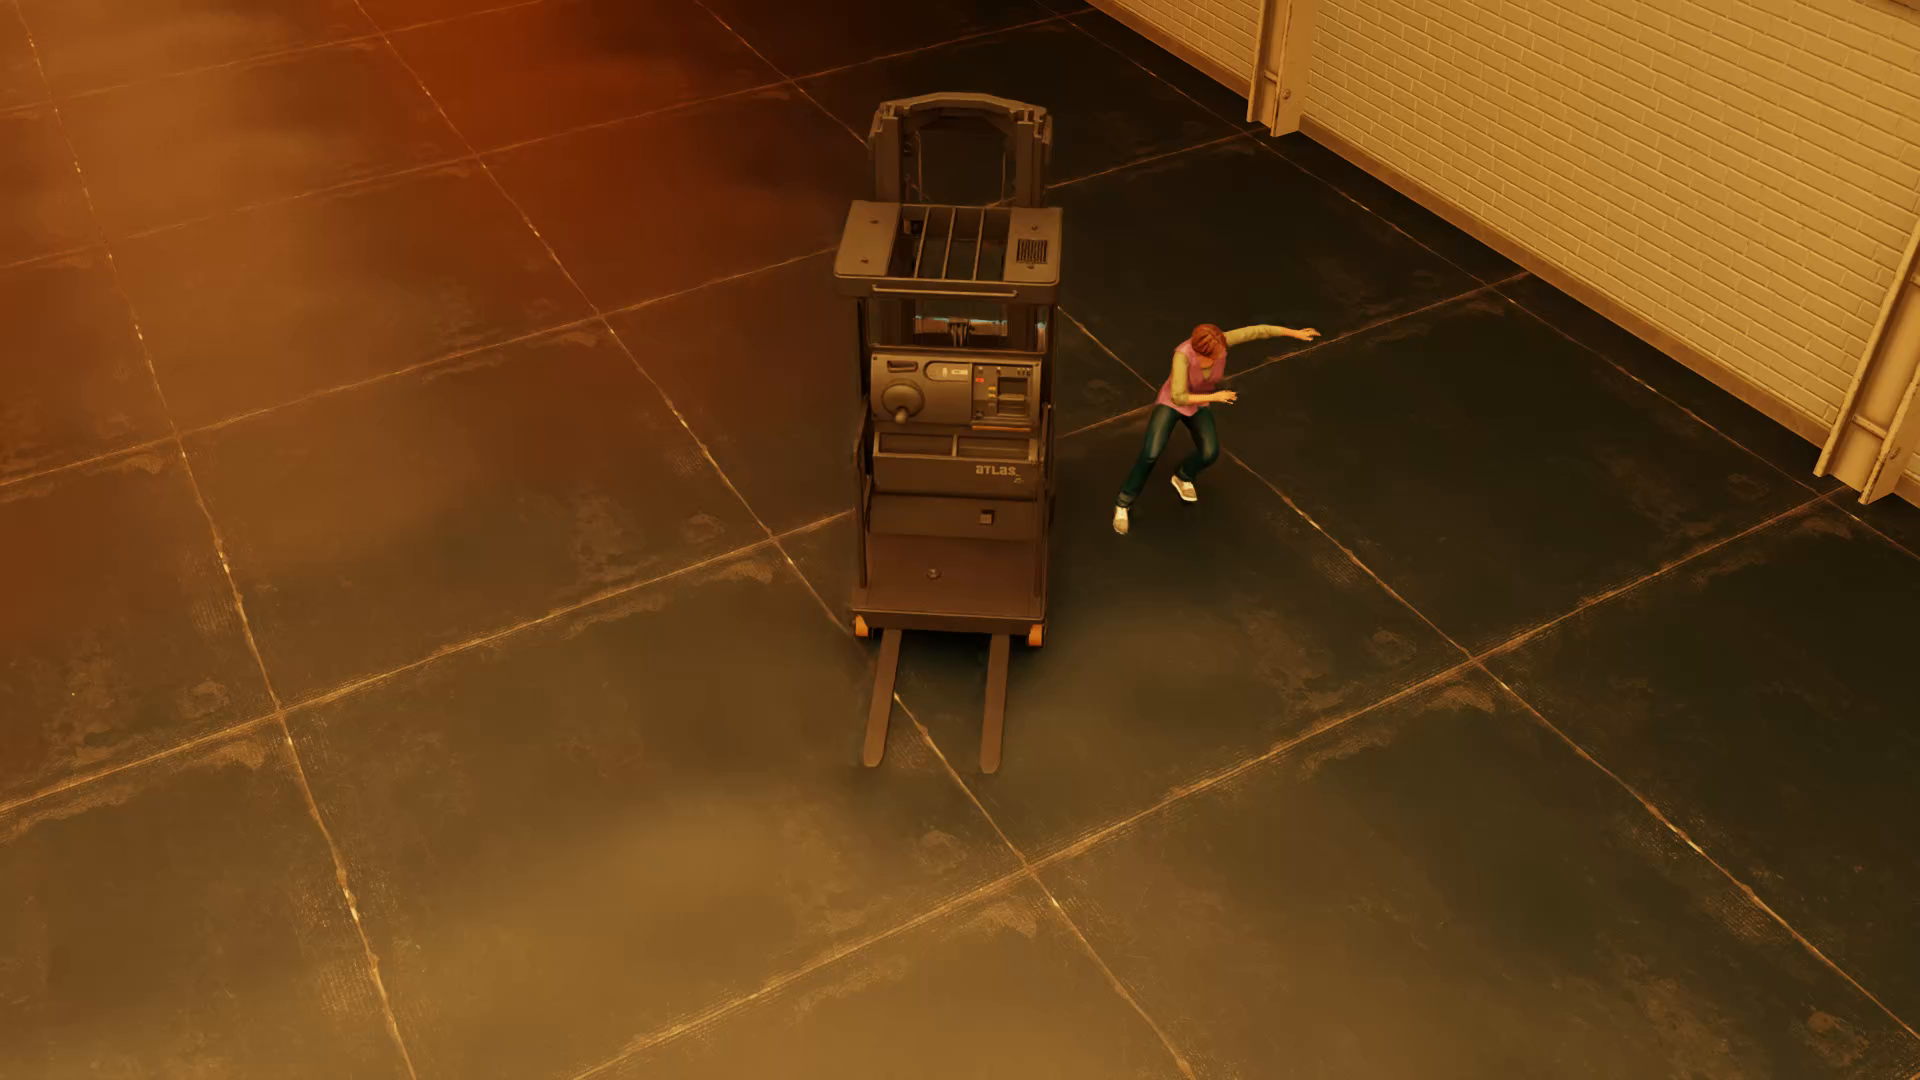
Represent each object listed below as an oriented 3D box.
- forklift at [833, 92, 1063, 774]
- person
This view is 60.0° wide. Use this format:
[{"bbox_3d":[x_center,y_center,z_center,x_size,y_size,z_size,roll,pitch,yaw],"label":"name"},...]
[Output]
[{"bbox_3d":[-0.038,-0.738,8.926,1.130,2.935,3.031,3,40,3],"label":"forklift"},{"bbox_3d":[1.565,-0.776,10.254,1.340,1.323,0.715,-13,41,-15],"label":"person"}]
